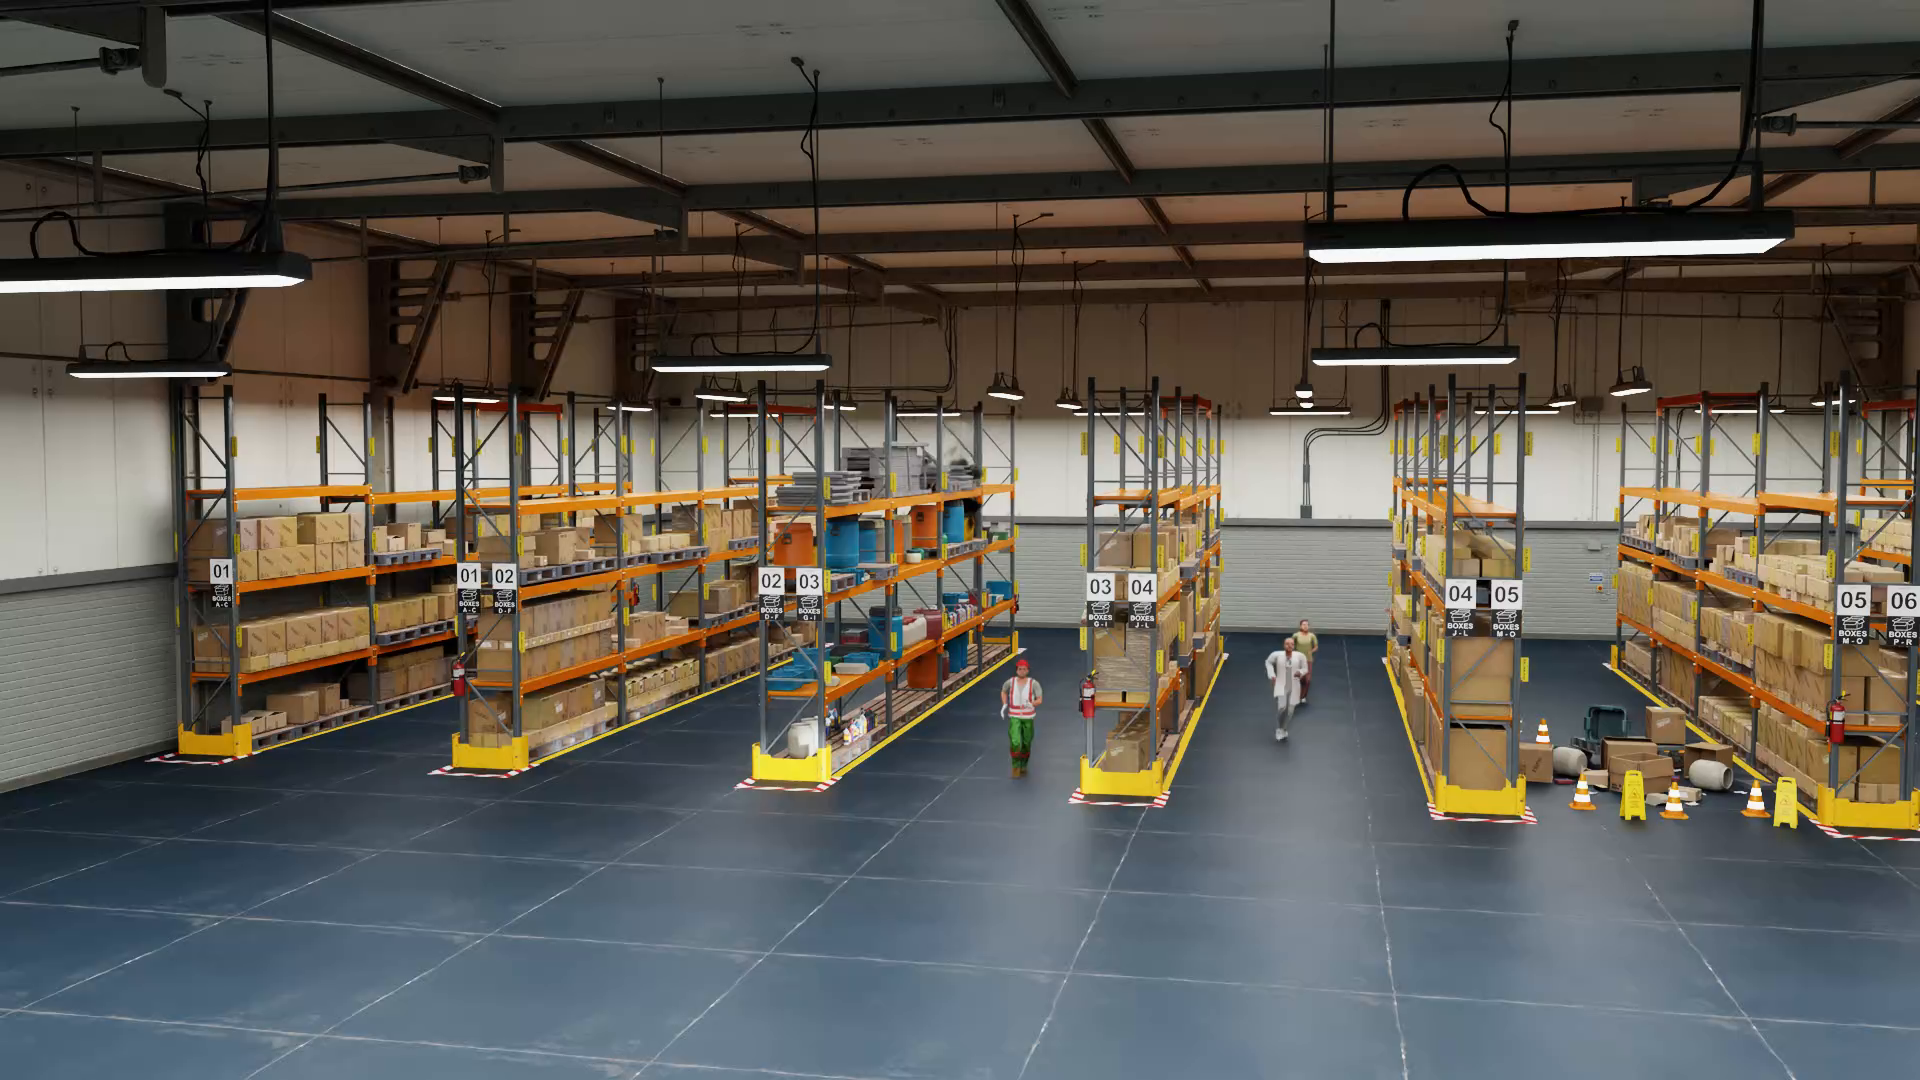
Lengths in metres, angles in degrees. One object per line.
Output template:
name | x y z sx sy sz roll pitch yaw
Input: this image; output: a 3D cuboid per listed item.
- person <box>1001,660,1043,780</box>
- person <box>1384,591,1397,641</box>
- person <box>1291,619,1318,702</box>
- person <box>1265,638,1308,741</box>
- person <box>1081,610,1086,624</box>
person | 0.933 2.708 25.125 0.631 1.806 0.720 0 3 3
person | 10.467 1.993 39.689 0.680 1.676 0.669 1 3 12
person | 6.716 2.363 32.454 0.566 1.629 0.549 0 3 2
person | 5.576 2.543 28.318 0.696 1.755 0.787 0 3 3
person | 2.763 1.958 33.909 0.604 1.749 0.837 0 3 5
